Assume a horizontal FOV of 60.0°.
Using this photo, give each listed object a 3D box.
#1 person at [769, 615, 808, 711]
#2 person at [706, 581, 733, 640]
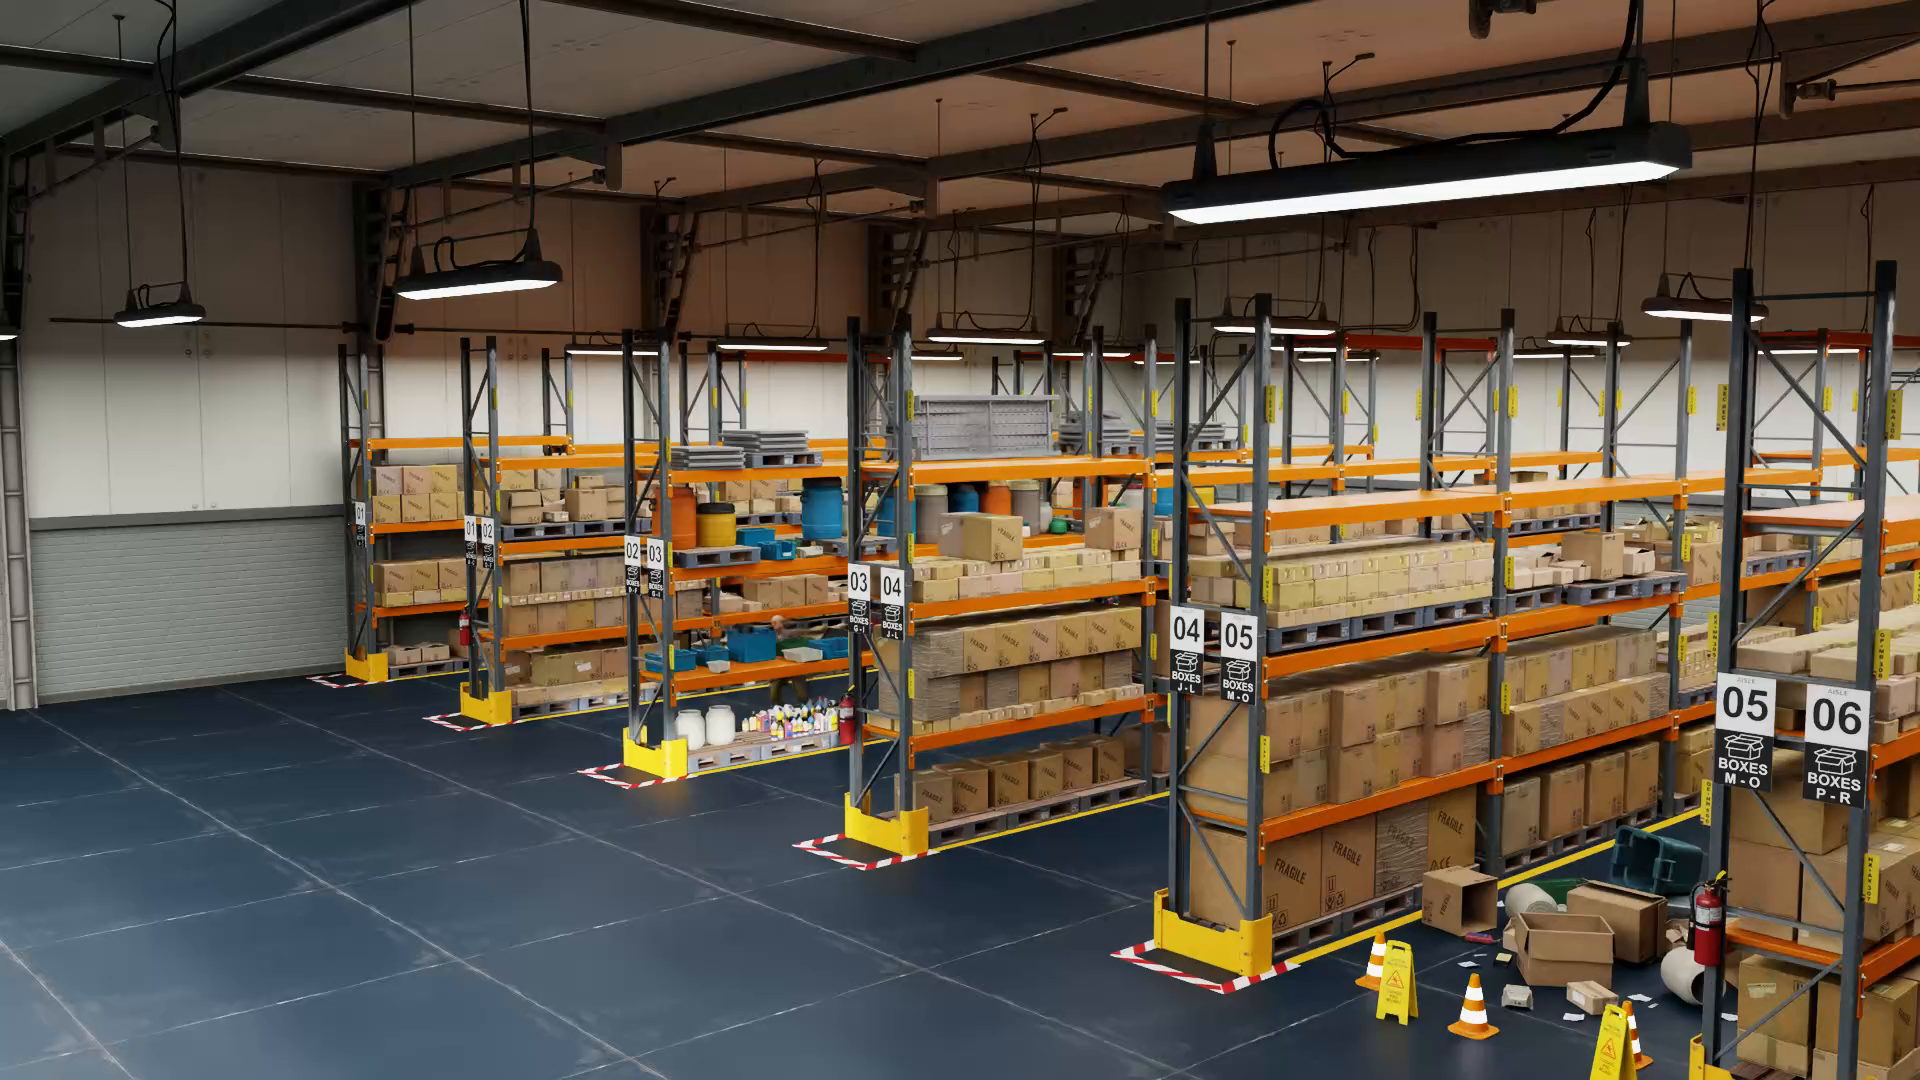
[{"bbox_3d":[-2.724,2.016,25.873,0.731,1.711,0.782,1,5,12],"label":"person"},{"bbox_3d":[-4.579,1.519,31.953,0.624,1.563,0.750,2,5,17],"label":"person"}]
